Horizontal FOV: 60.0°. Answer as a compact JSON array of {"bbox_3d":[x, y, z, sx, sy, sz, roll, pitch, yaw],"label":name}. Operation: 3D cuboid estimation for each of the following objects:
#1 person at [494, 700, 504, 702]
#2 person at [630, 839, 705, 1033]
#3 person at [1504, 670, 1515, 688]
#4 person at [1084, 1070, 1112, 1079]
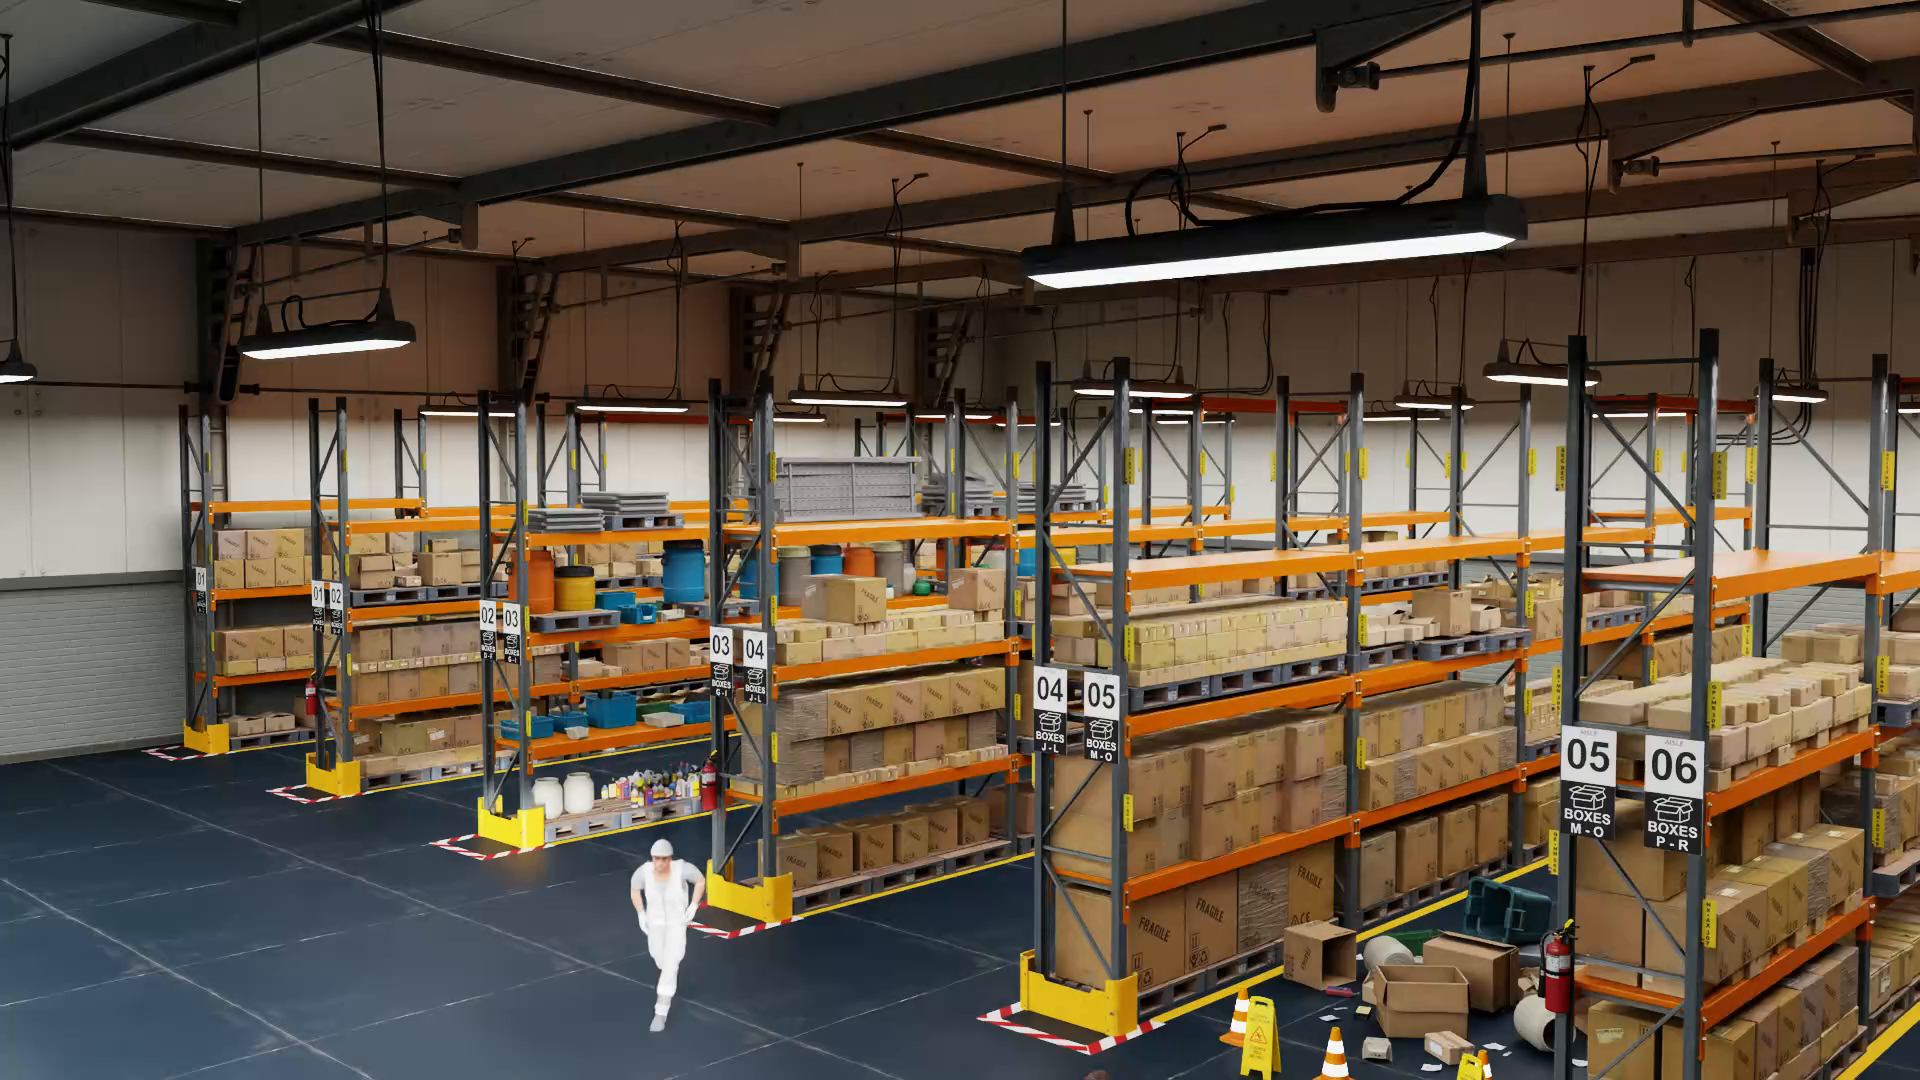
[{"bbox_3d":[-8.182,2.834,29.342,0.606,1.663,0.921,2,4,37],"label":"person"},{"bbox_3d":[-2.667,3.524,15.223,0.677,1.729,0.969,0,3,-6],"label":"person"},{"bbox_3d":[9.032,2.923,27.172,0.547,1.641,0.817,2,4,37],"label":"person"},{"bbox_3d":[0.883,3.865,10.005,0.619,1.626,0.958,1,3,10],"label":"person"}]
